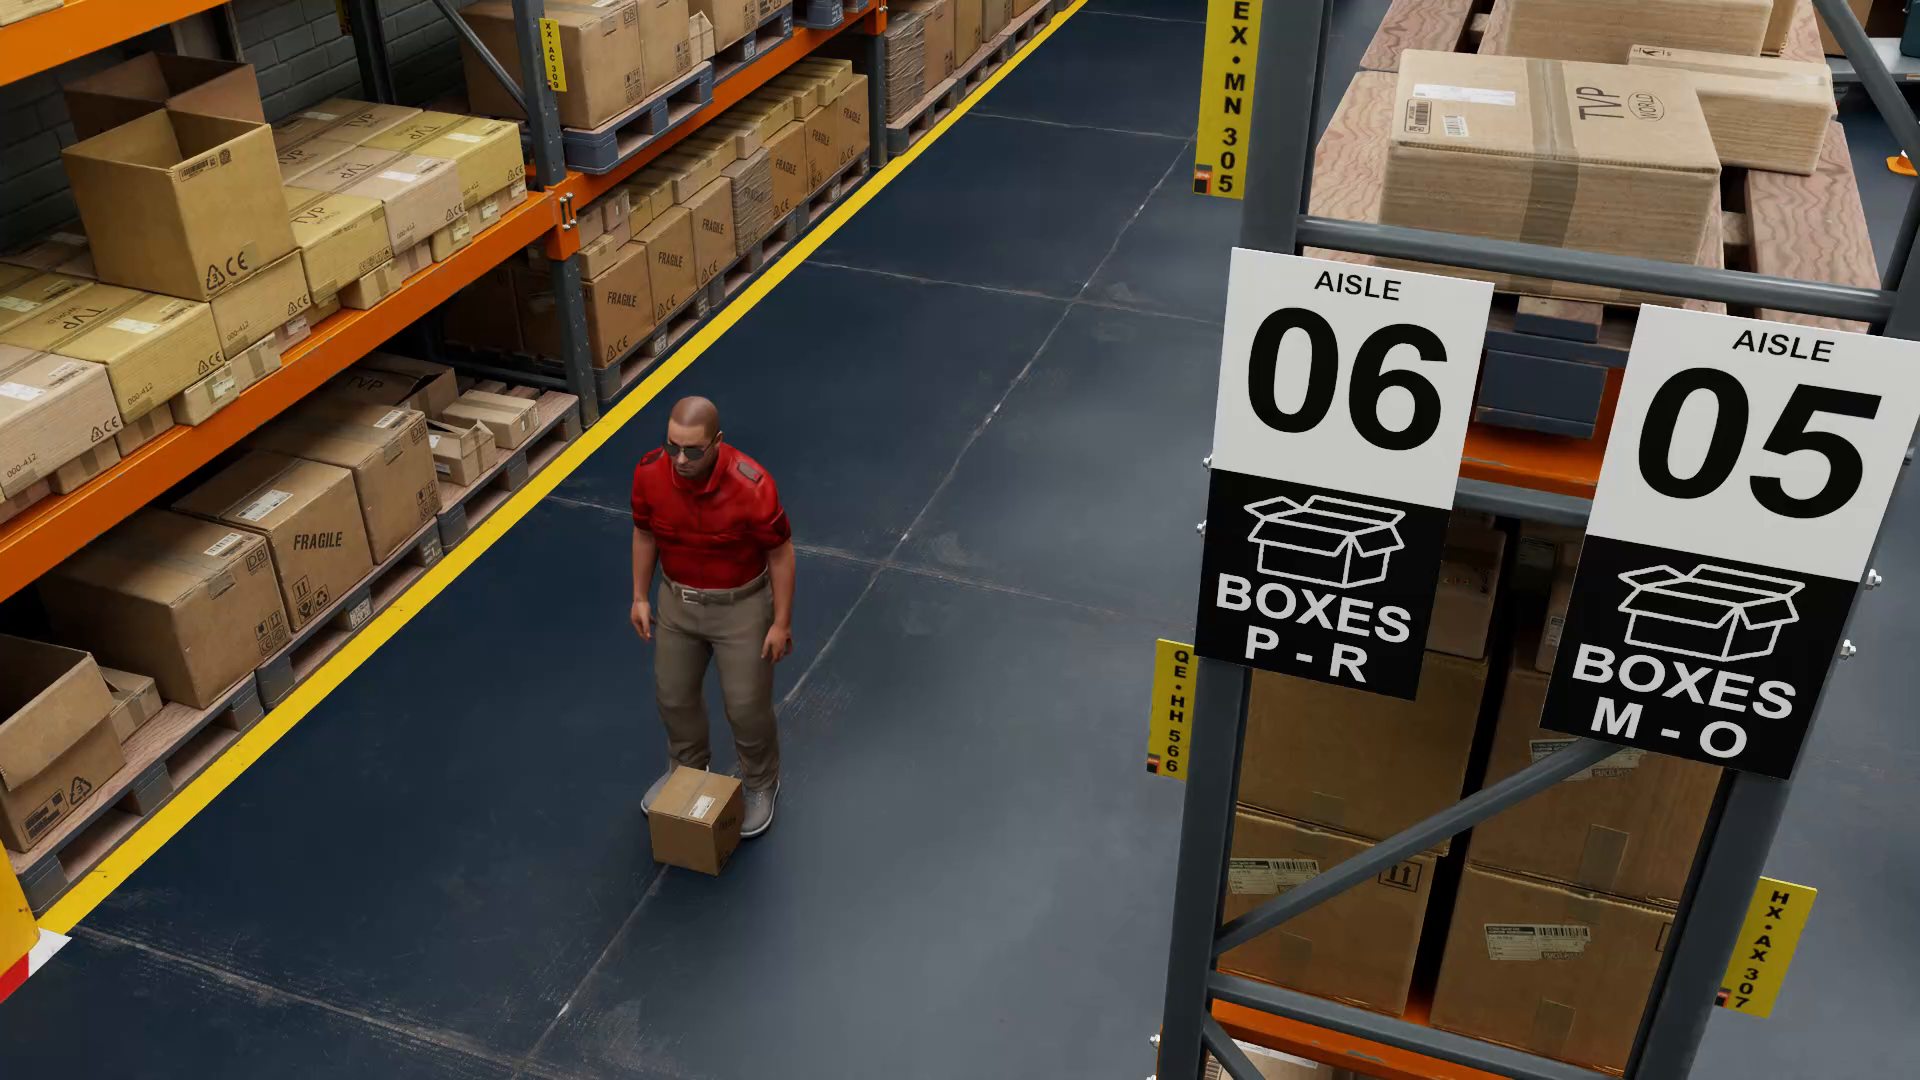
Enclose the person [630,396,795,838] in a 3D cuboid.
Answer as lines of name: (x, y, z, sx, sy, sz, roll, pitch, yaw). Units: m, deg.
person: (-0.860, 0.249, 5.768, 0.606, 1.727, 0.387, 9, 34, 14)
